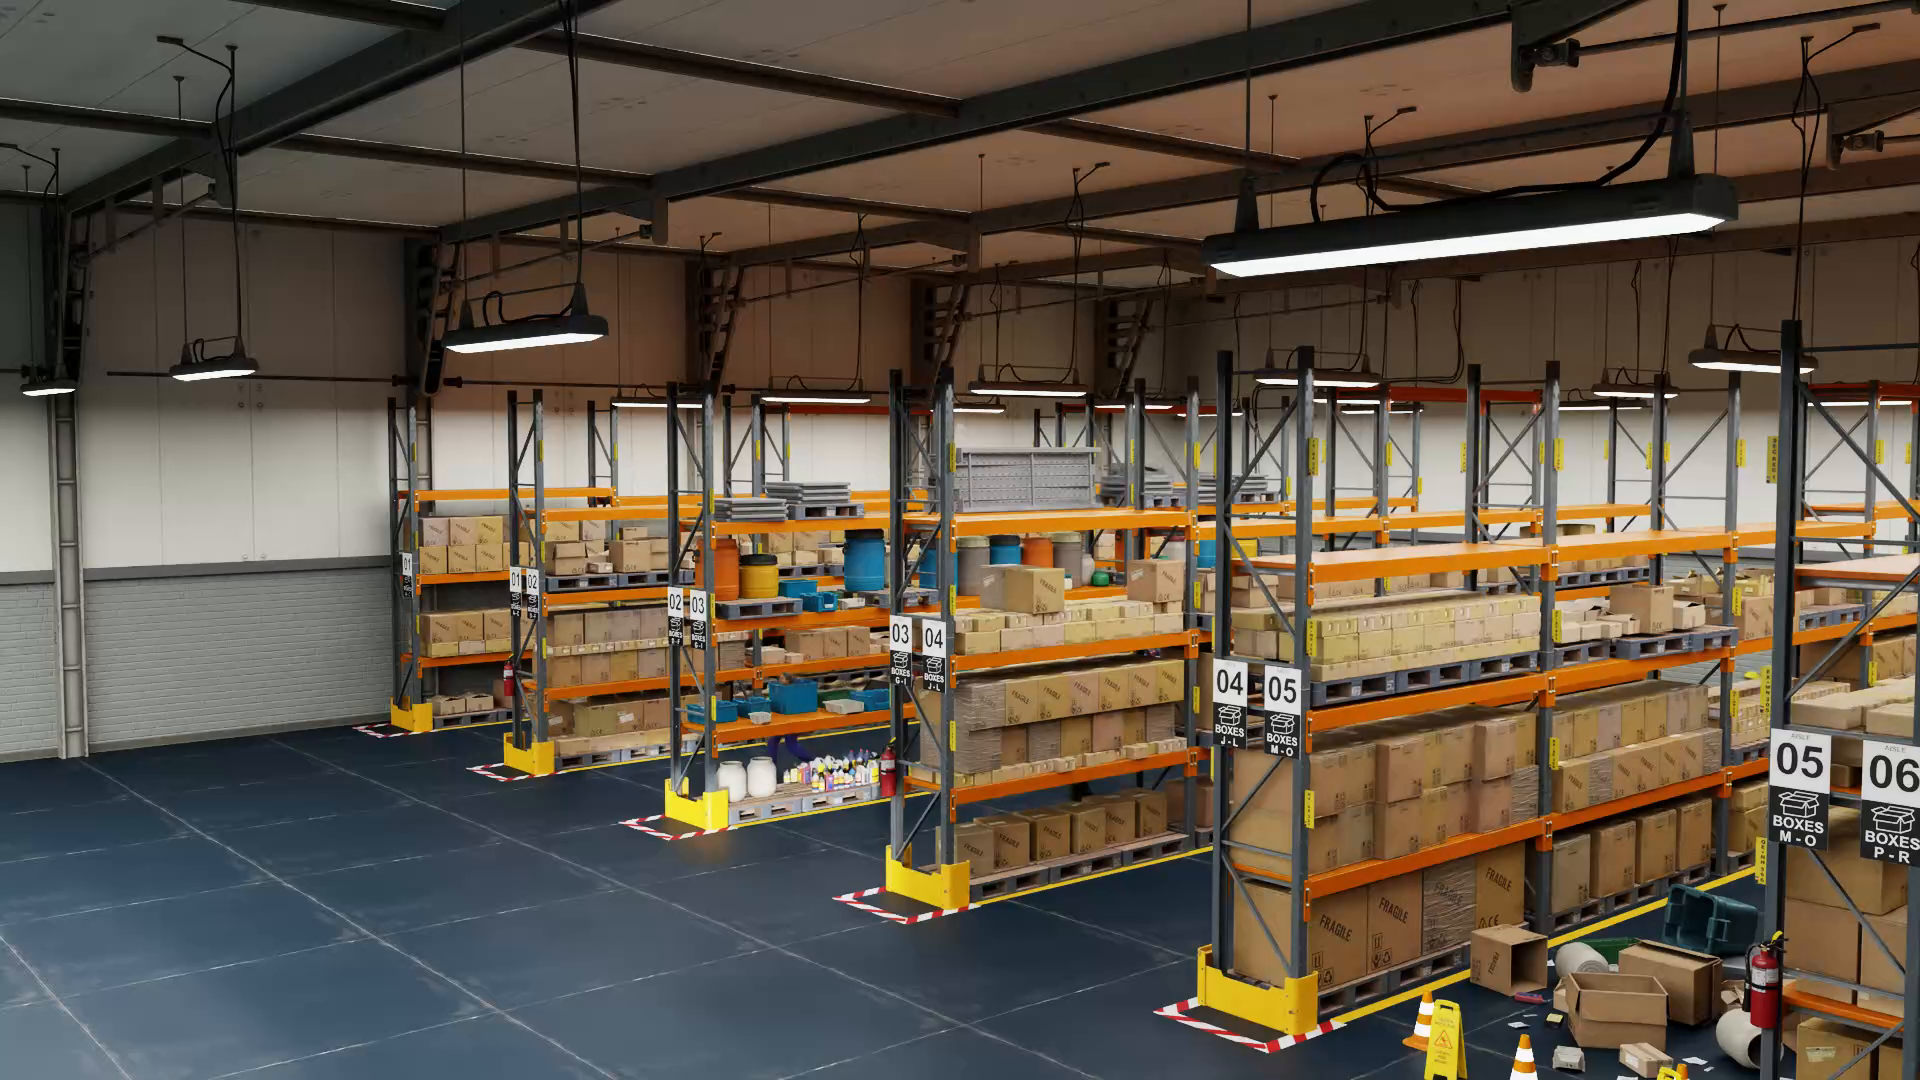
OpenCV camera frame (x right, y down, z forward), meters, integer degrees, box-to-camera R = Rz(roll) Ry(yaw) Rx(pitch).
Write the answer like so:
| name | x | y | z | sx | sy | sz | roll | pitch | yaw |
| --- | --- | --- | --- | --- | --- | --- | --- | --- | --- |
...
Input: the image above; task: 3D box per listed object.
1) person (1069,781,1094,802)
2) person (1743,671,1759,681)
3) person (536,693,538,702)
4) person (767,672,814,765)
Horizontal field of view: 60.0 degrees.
| name | x | y | z | sx | sy | sz | roll | pitch | yaw |
| --- | --- | --- | --- | --- | --- | --- | --- | --- | --- |
| person | 1.638 | 2.990 | 22.715 | 0.699 | 1.748 | 0.811 | 3 | 5 | 44 |
| person | 11.830 | 2.826 | 25.012 | 0.683 | 1.726 | 0.631 | 3 | 5 | 44 |
| person | -7.075 | 2.636 | 28.265 | 0.673 | 1.739 | 0.583 | 3 | 5 | 45 |
| person | -2.686 | 2.844 | 25.526 | 0.943 | 1.613 | 0.605 | -3 | 5 | -44 |
